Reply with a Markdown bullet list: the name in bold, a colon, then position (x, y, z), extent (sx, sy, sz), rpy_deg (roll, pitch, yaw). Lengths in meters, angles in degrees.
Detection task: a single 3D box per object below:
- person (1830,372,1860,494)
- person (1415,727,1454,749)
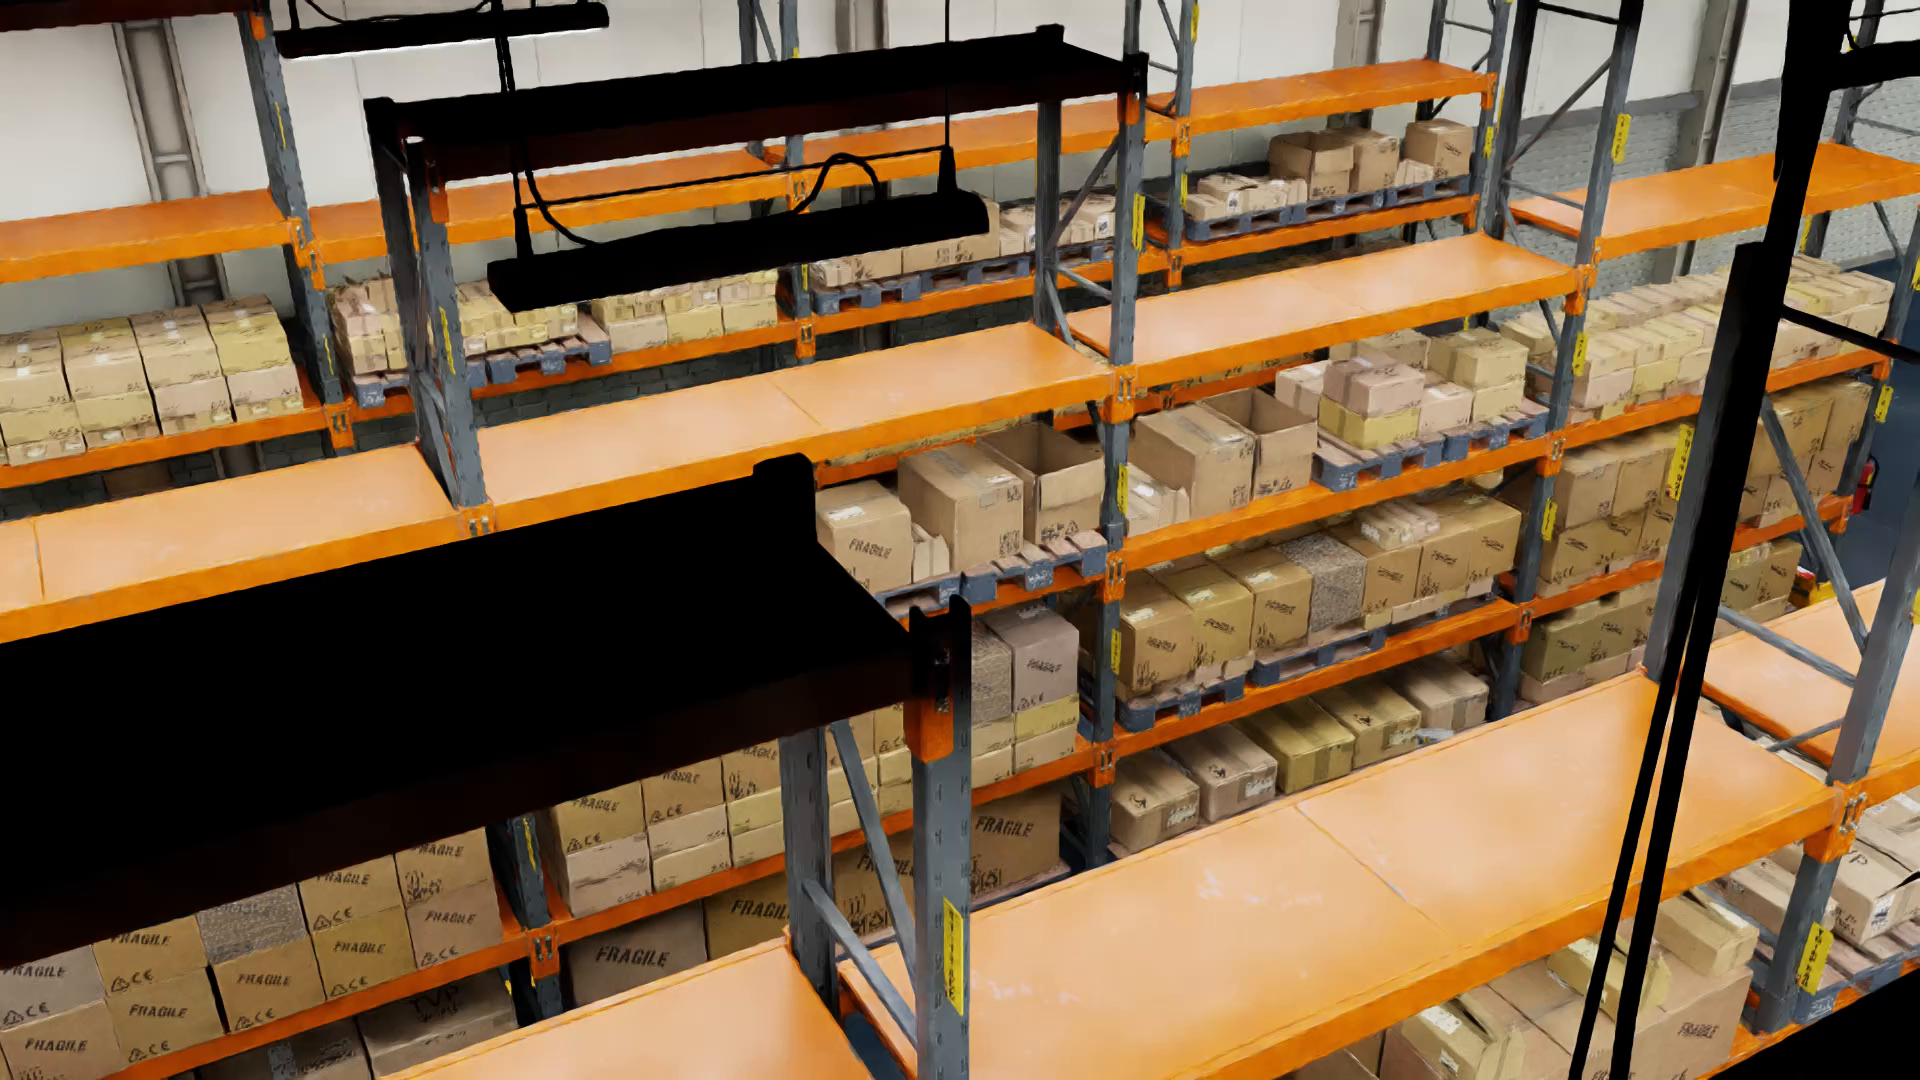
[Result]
- **person**: position (8.913, -0.989, 17.317), extent (0.867, 1.423, 0.461), rpy_deg (-3, 28, -6)
- **person**: position (3.177, 2.000, 11.421), extent (0.581, 1.663, 0.551), rpy_deg (-1, 28, -2)
